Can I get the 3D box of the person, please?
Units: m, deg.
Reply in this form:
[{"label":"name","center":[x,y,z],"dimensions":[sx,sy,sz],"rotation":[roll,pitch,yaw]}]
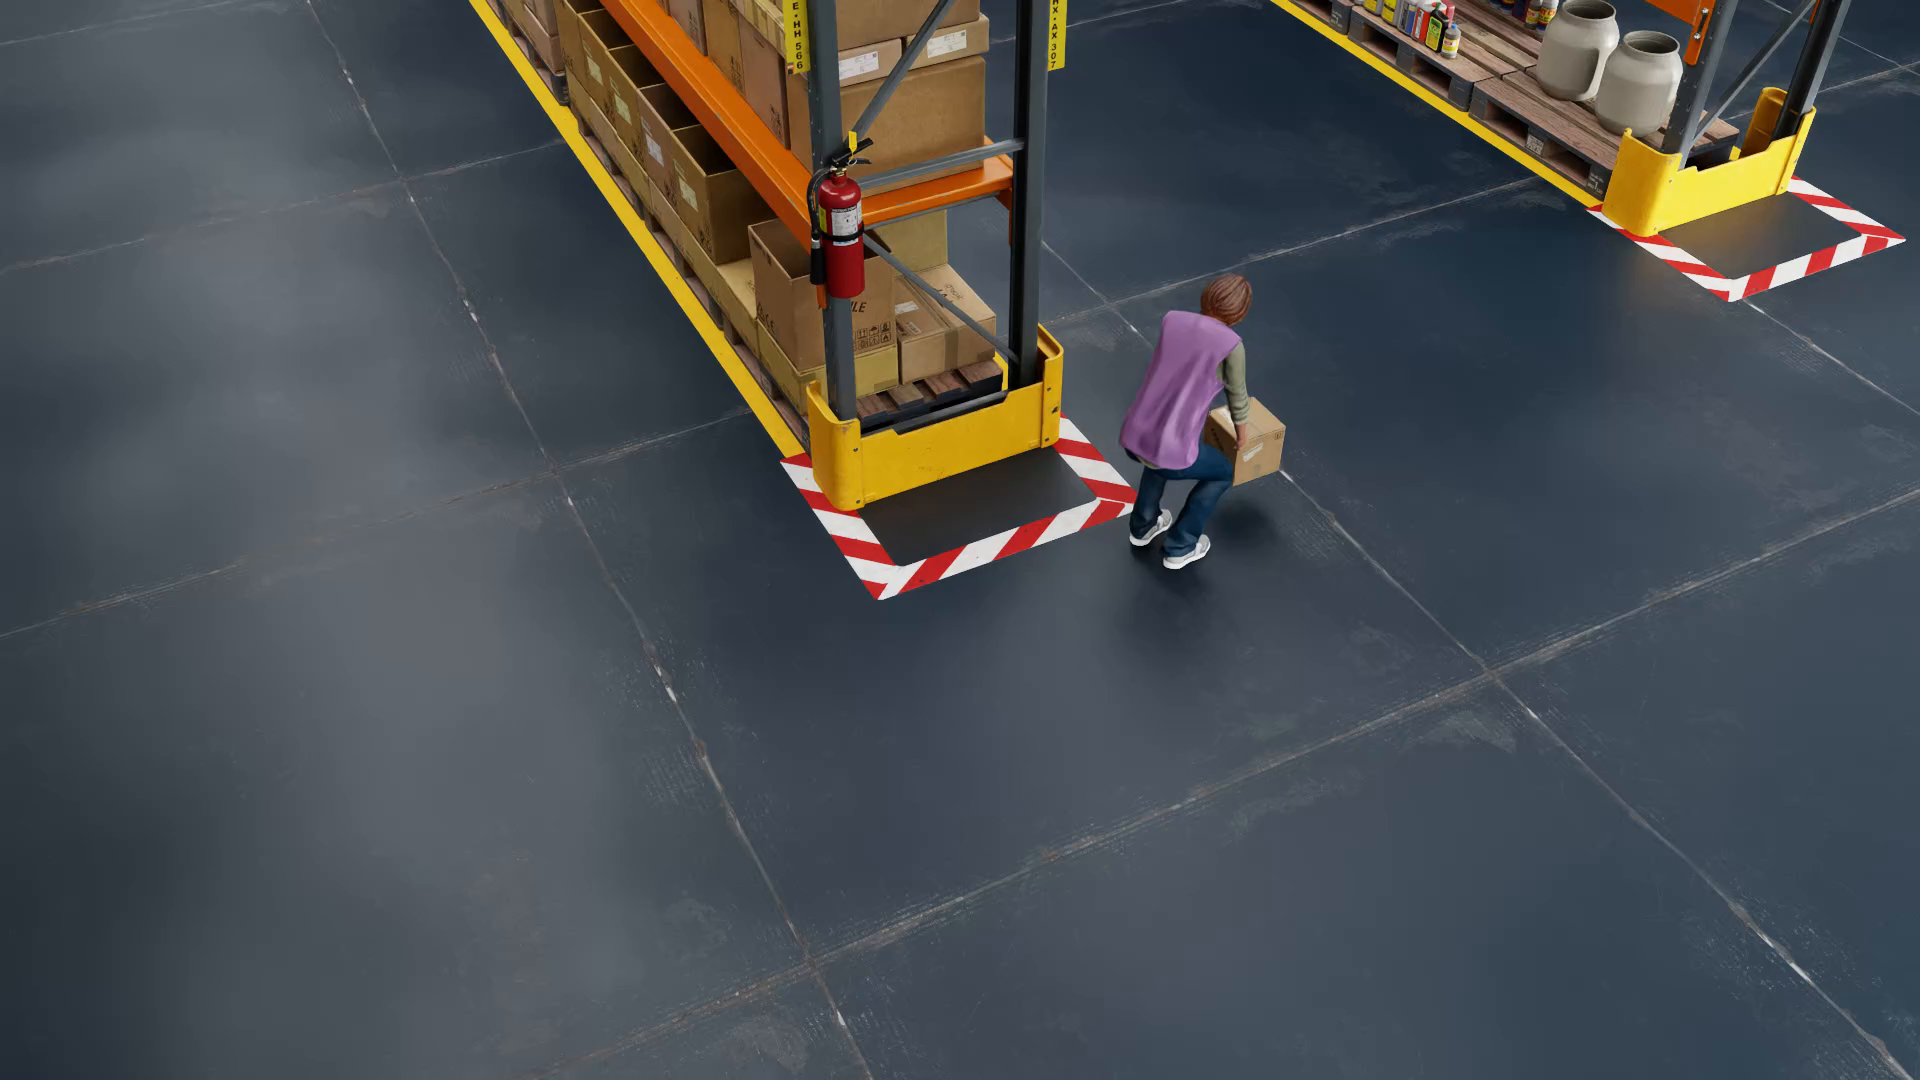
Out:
[{"label":"person","center":[0.929,-0.481,6.973],"dimensions":[0.685,1.245,0.463],"rotation":[-33,51,-31]}]
